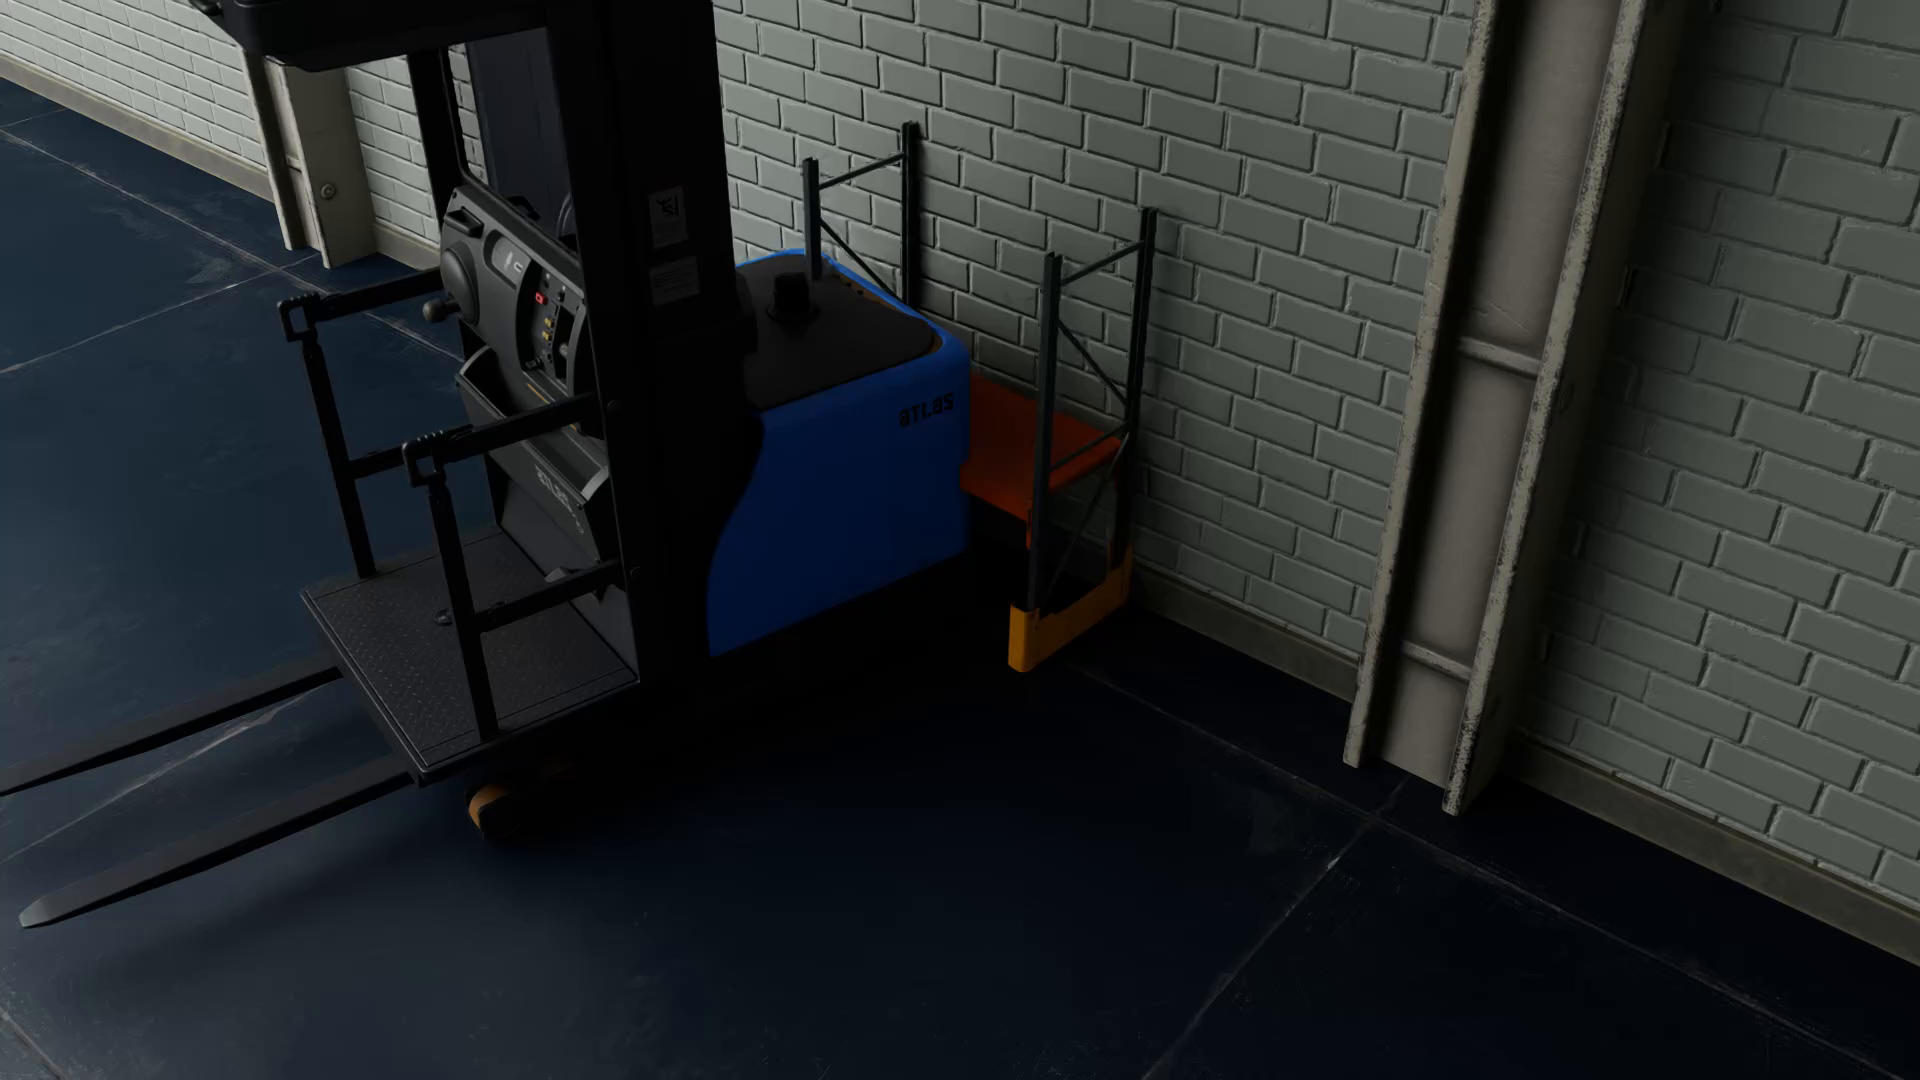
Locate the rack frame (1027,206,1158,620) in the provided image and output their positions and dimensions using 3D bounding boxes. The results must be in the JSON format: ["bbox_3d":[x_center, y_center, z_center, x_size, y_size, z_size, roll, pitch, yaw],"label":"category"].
[{"bbox_3d":[0.409,-0.294,5.341,0.032,1.500,0.500,28,43,33],"label":"rack frame"}]

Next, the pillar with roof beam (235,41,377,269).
[{"bbox_3d":[-5.912,-3.309,3.120,0.400,9.000,9.100,25,42,32],"label":"pillar with roof beam"}]

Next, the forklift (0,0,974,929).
[{"bbox_3d":[-1.440,-0.664,4.627,3.031,2.935,1.130,-23,40,-29],"label":"forklift"}]

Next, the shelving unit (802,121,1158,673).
[{"bbox_3d":[0.028,-0.499,5.626,1.083,1.500,0.587,28,43,33],"label":"shelving unit"}]

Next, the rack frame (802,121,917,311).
[{"bbox_3d":[-0.339,-0.696,5.900,0.032,1.500,0.500,28,43,33],"label":"rack frame"}]

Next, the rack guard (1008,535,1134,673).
[{"bbox_3d":[0.384,0.212,5.707,0.087,0.250,0.587,28,43,33],"label":"rack guard"}]

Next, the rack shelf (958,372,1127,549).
[{"bbox_3d":[0.032,-0.347,5.723,1.000,0.185,0.538,28,43,33],"label":"rack shelf"}]
